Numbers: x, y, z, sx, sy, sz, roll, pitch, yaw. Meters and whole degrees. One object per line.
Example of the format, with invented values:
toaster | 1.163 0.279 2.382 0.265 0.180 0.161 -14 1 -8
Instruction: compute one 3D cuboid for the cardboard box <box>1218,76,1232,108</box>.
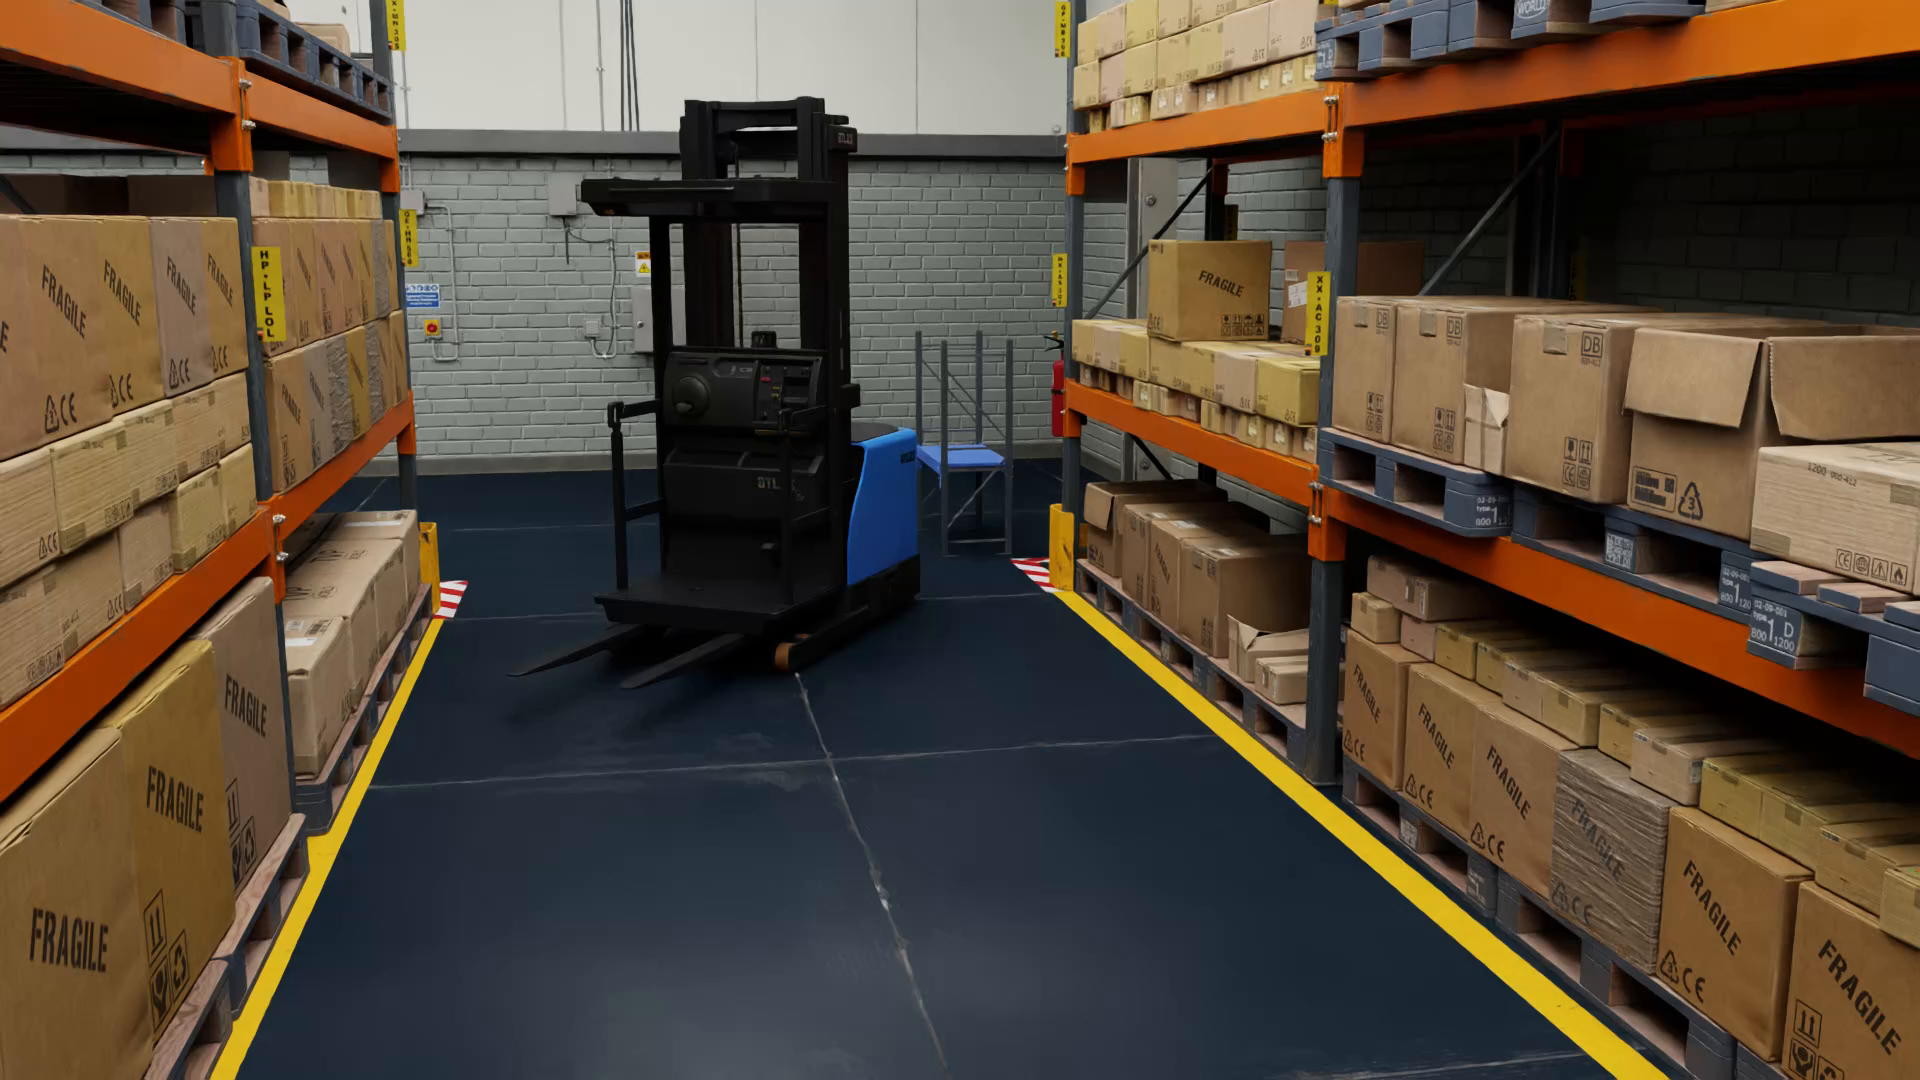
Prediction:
cardboard box | 1.422 -2.078 7.741 0.380 0.149 0.250 -2 11 -9

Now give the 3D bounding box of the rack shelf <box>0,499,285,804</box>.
rack shelf | -2.543 0.419 3.899 1.077 0.370 4.000 -2 11 -11

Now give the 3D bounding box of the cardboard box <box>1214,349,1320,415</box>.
cardboard box | 1.486 -0.731 7.621 0.500 0.250 0.500 -2 11 -11

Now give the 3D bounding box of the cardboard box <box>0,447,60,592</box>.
cardboard box | -2.195 -0.028 3.388 0.500 0.250 0.500 -2 11 -11

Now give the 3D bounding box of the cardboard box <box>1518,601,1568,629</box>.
cardboard box | 2.347 0.325 6.292 0.380 0.149 0.250 -2 11 -11

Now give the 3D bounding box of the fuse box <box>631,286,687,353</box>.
fuse box | -2.741 -1.485 15.423 0.539 1.711 0.414 -2 11 -11

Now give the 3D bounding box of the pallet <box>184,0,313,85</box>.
pallet | -3.081 -1.882 6.277 1.003 0.211 1.213 -2 11 -11

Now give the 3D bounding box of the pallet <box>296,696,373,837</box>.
pallet | -3.003 0.926 6.767 1.003 0.211 1.213 -2 11 -11

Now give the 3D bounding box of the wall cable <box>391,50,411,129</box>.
wall cable | -5.093 -5.015 14.480 0.463 3.000 0.029 -2 11 -11

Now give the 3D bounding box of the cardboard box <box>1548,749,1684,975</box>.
cardboard box | 2.110 0.920 4.902 0.500 0.500 0.500 -3 11 -13

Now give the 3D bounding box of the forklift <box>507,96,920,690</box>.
forklift | -1.250 -0.838 8.759 1.130 2.935 3.031 4 12 21

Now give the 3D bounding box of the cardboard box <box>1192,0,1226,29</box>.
cardboard box | 1.404 -2.544 7.787 0.500 0.250 0.500 -2 11 -10

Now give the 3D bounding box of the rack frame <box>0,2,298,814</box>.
rack frame | -2.932 -0.302 5.759 1.000 3.000 0.127 -2 11 -11

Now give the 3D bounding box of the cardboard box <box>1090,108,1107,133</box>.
cardboard box | 0.992 -2.500 9.957 0.380 0.149 0.250 -2 11 -10

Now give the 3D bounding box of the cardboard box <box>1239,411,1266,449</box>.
cardboard box | 1.480 -0.502 7.486 0.380 0.149 0.250 -2 11 -10

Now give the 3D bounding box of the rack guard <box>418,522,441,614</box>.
rack guard | -3.715 0.188 9.870 1.175 0.500 0.348 -2 11 -11

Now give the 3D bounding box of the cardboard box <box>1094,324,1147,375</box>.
cardboard box | 1.080 -1.103 9.577 0.500 0.250 0.500 -2 11 -10

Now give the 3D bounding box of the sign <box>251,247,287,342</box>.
sign | -2.402 -0.853 5.771 0.100 0.325 0.005 -2 11 -11

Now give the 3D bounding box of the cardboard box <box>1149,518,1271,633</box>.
cardboard box | 1.317 0.180 8.792 0.500 0.500 0.500 -2 11 -10

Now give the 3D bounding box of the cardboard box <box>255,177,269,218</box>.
cardboard box | -2.805 -1.274 6.193 0.380 0.149 0.250 -2 11 -10

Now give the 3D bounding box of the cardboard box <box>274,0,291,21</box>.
cardboard box | -3.468 -2.444 7.840 0.500 0.311 0.500 -2 11 -10

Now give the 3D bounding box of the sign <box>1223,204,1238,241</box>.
sign | 1.706 -1.957 10.514 0.100 0.325 0.005 -2 11 -11

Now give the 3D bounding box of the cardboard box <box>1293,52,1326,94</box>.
cardboard box | 1.576 -1.888 6.744 0.380 0.149 0.250 -2 11 -11

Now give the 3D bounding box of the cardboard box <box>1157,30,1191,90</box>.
cardboard box | 1.306 -2.390 8.316 0.500 0.250 0.500 -2 11 -12

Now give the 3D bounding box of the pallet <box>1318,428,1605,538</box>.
pallet | 1.984 -0.238 5.938 1.003 0.211 1.213 -2 11 -11

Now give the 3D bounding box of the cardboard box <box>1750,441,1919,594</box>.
cardboard box | 2.191 -0.064 3.786 0.500 0.250 0.500 -3 11 -14

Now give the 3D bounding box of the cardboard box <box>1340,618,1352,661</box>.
cardboard box | 2.039 0.502 7.605 0.500 0.311 0.500 -2 11 -9

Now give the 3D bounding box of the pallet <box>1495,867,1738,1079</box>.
pallet | 2.372 1.259 5.017 1.003 0.211 1.213 -2 11 -11

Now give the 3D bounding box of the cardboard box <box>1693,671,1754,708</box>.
cardboard box | 2.584 0.513 5.306 0.380 0.149 0.250 -2 11 -10

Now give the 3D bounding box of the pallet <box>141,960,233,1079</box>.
pallet | -2.467 1.431 4.112 1.003 0.211 1.213 -2 11 -11

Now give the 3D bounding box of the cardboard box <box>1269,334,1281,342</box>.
cardboard box | 1.800 -0.933 8.680 0.500 0.250 0.500 -2 11 -11

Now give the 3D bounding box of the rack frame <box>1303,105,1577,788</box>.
rack frame | 1.936 -0.483 6.711 1.000 3.000 0.127 -2 11 -11

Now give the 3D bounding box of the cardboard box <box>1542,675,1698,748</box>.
cardboard box | 2.060 0.533 5.202 0.380 0.149 0.250 -2 11 -9

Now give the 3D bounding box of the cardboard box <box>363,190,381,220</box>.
cardboard box | -3.238 -1.746 8.669 0.380 0.149 0.250 -2 11 -12

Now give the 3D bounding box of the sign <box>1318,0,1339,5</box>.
sign | 1.405 -2.189 6.271 0.100 0.325 0.005 -2 11 -11

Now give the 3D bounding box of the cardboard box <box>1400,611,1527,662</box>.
cardboard box | 1.875 0.344 6.196 0.380 0.149 0.250 -2 11 -13

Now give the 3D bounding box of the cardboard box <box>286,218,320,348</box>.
cardboard box | -2.879 -1.031 6.649 0.500 0.500 0.500 -2 11 -12

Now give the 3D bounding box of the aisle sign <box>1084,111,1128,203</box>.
aisle sign | 0.857 -2.495 10.332 0.394 0.787 0.004 -2 11 -11

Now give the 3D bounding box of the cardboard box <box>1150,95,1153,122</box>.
cardboard box | 1.216 -2.264 8.721 0.380 0.149 0.250 -2 11 -12

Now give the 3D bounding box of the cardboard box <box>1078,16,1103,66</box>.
cardboard box | 0.998 -2.917 9.748 0.500 0.250 0.500 -2 11 -12

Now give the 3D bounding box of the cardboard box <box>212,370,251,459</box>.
cardboard box | -2.608 -0.401 5.348 0.500 0.250 0.500 -2 11 -11

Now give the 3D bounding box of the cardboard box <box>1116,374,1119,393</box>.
cardboard box | 1.133 -0.931 9.737 0.380 0.149 0.250 -2 11 -12

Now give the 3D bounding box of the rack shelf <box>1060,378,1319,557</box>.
rack shelf | 1.547 -0.496 8.705 1.077 0.370 4.000 -2 11 -11

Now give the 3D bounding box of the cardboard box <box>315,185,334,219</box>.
cardboard box | -3.017 -1.508 7.420 0.380 0.149 0.250 -2 11 -11

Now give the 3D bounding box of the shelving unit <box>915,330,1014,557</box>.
shelving unit | 0.017 -0.721 11.974 0.538 1.500 1.048 -2 11 -11

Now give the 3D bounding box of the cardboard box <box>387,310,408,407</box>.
cardboard box | -3.357 -1.005 9.190 0.500 0.500 0.500 -2 11 -11

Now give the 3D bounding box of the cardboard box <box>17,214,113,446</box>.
cardboard box | -2.296 -0.486 3.788 0.500 0.500 0.500 -2 11 -10

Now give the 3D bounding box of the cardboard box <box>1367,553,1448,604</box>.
cardboard box | 1.804 0.147 6.432 0.380 0.149 0.250 -2 11 -12

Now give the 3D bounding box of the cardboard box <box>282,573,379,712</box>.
cardboard box | -3.124 0.468 7.447 0.875 0.438 0.875 -2 11 -13

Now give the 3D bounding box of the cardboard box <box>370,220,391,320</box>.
cardboard box | -3.252 -1.401 8.593 0.500 0.500 0.500 -2 11 -11

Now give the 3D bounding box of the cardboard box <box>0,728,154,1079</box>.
cardboard box | -2.376 0.976 3.605 0.875 0.875 0.875 -2 11 -10

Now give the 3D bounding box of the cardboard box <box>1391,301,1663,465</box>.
cardboard box | 1.911 -0.546 5.654 0.700 0.500 0.500 -2 11 -10

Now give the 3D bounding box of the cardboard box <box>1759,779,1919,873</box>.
cardboard box | 2.271 0.724 4.200 0.380 0.149 0.250 -2 11 -9

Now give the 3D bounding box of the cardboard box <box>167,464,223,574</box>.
cardboard box | -2.500 -0.061 4.898 0.500 0.250 0.500 -2 11 -12

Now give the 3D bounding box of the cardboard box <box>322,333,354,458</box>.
cardboard box | -2.951 -0.630 7.218 0.500 0.500 0.500 -2 11 -11

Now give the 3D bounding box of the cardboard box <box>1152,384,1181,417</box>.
cardboard box | 1.226 -0.737 8.719 0.380 0.149 0.250 -2 11 -10
